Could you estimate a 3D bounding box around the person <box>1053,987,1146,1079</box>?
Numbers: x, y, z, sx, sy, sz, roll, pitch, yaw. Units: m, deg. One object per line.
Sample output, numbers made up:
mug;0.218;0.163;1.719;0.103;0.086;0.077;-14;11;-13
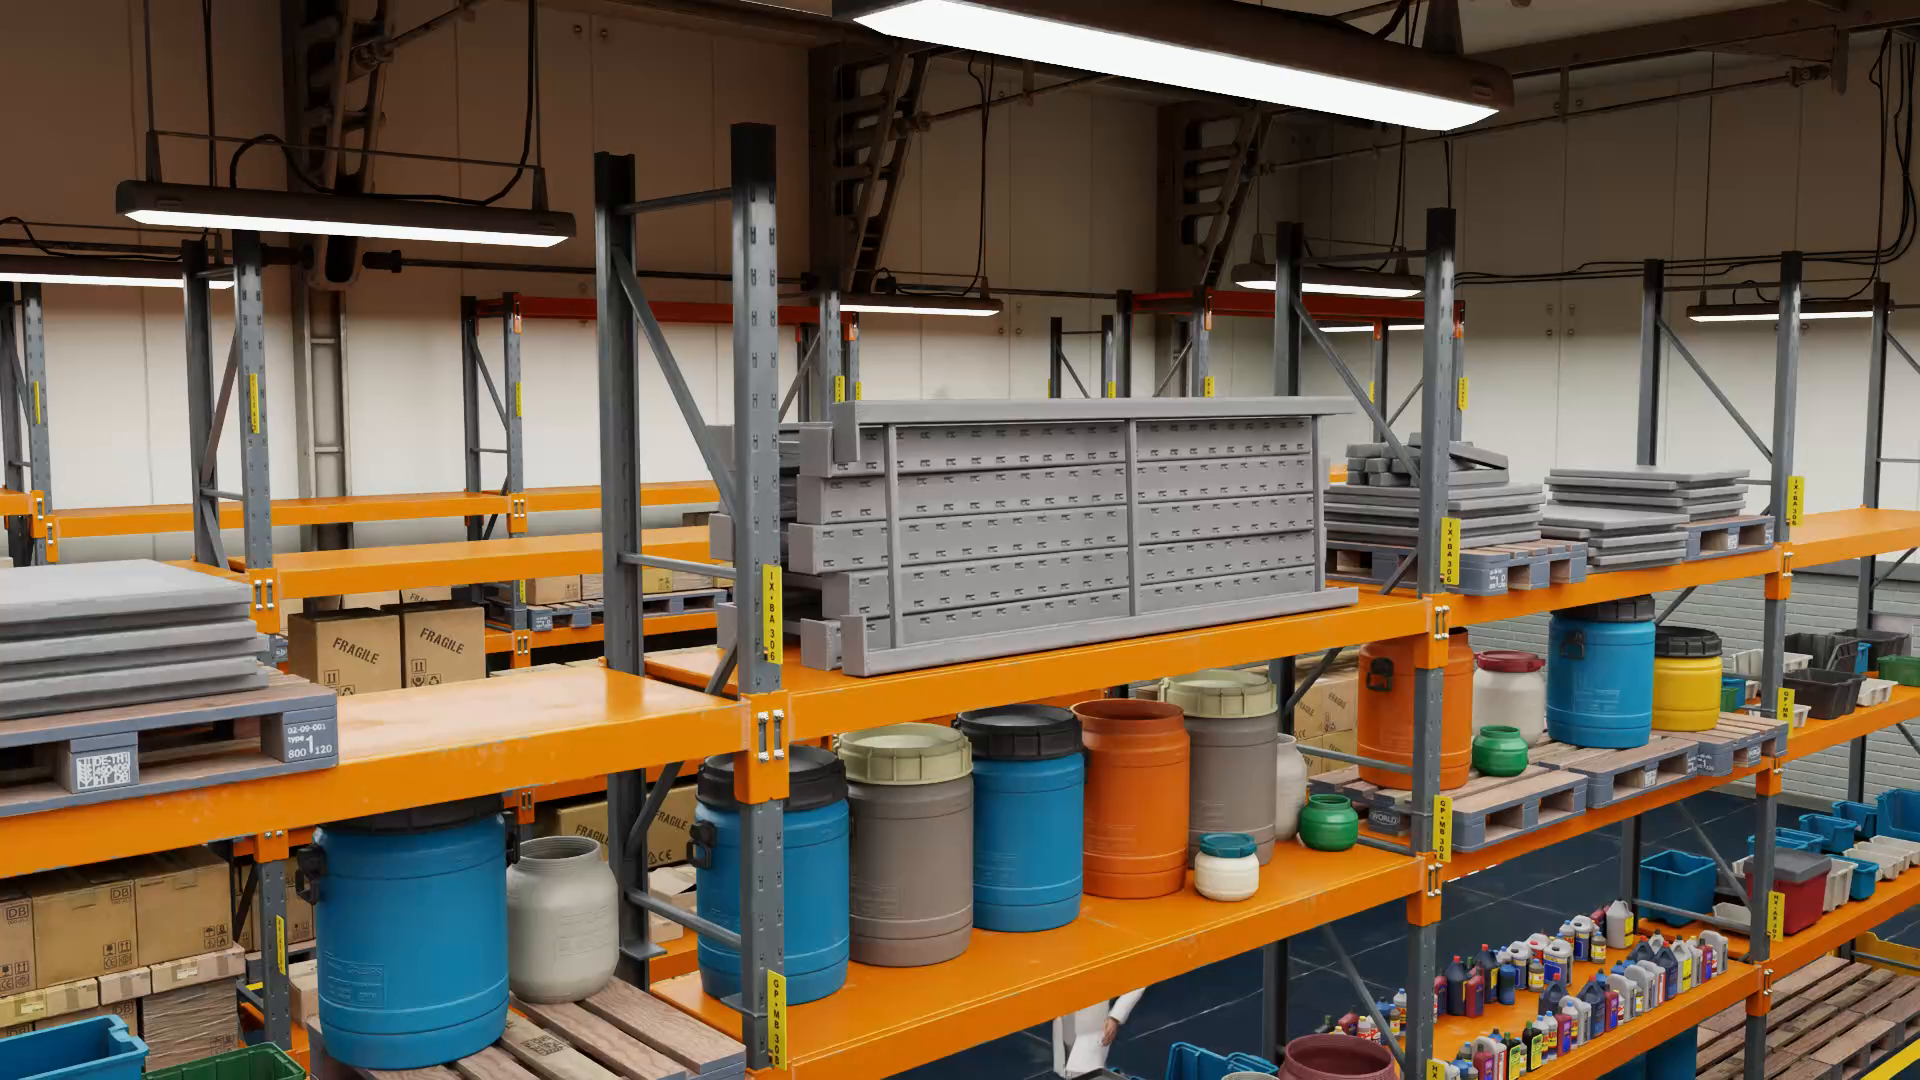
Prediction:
person;0.784;3.271;10.840;0.681;1.796;0.775;5;7;43
